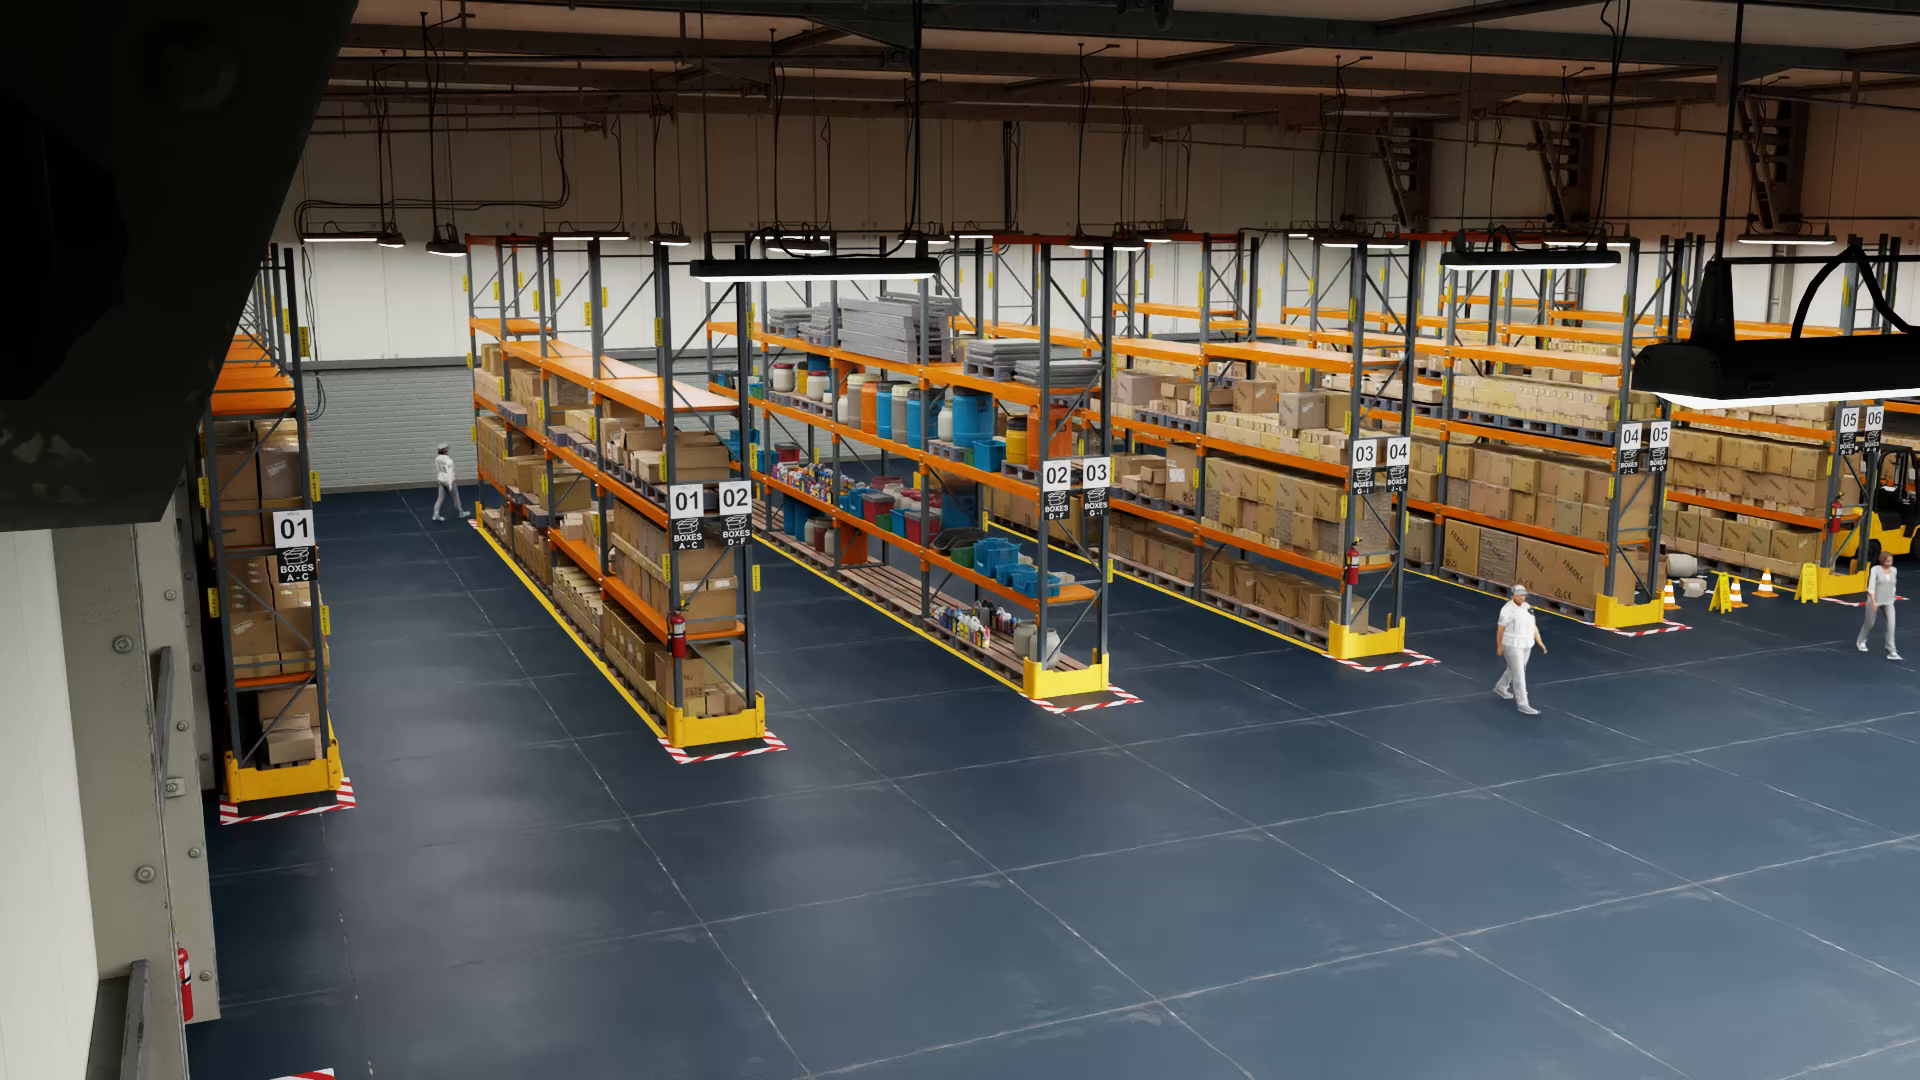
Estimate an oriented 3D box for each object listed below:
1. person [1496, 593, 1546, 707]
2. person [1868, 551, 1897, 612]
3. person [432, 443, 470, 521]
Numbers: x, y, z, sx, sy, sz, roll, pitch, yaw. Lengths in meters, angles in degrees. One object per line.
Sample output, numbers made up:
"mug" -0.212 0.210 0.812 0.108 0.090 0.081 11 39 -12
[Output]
"person" 7.266 1.354 21.729 0.495 1.558 0.771 -5 12 -25
"person" 13.424 0.617 24.143 0.415 0.928 0.417 2 11 11
"person" -10.807 -1.246 35.185 0.517 1.644 0.875 7 13 32
